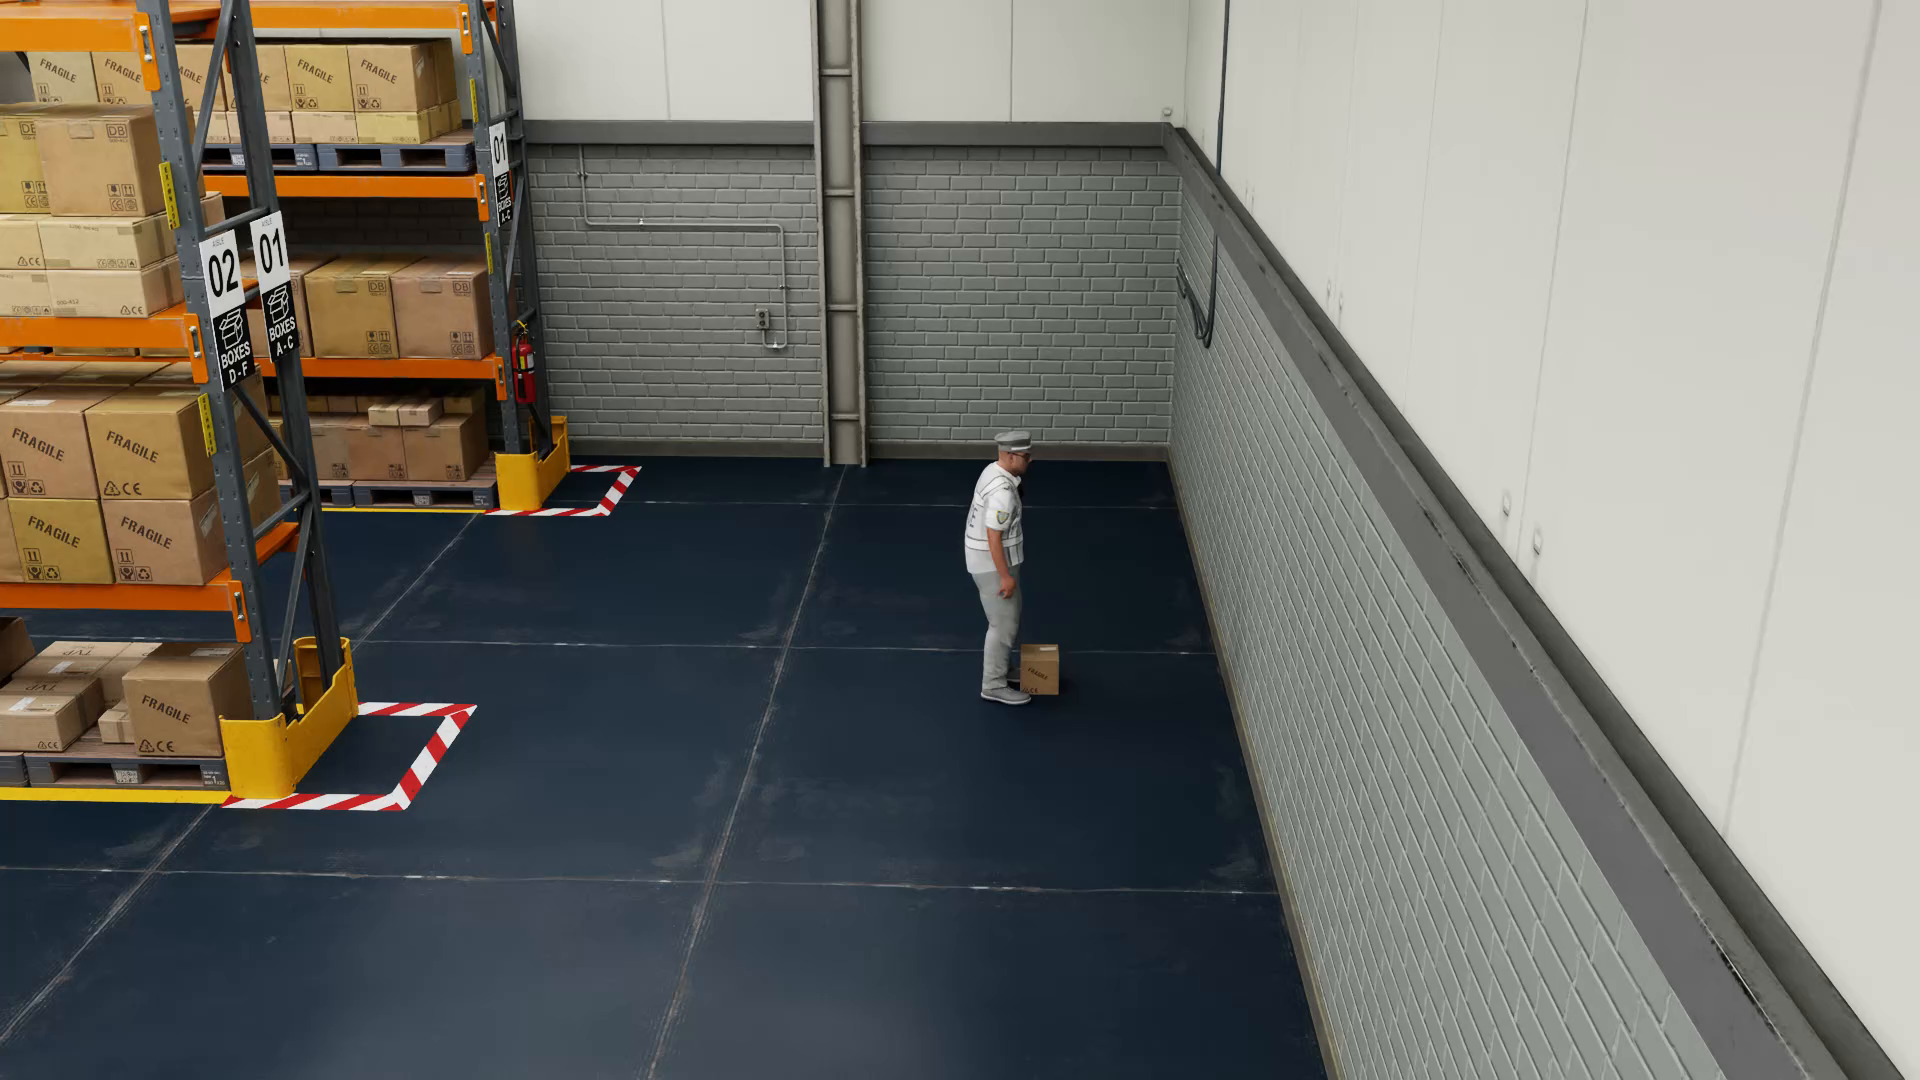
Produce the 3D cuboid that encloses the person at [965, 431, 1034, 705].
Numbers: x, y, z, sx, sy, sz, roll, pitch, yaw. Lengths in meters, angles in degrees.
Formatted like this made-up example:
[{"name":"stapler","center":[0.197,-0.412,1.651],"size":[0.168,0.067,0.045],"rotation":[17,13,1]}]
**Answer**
[{"name":"person","center":[0.266,0.149,10.673],"size":[0.466,1.748,0.586],"rotation":[1,21,1]}]
